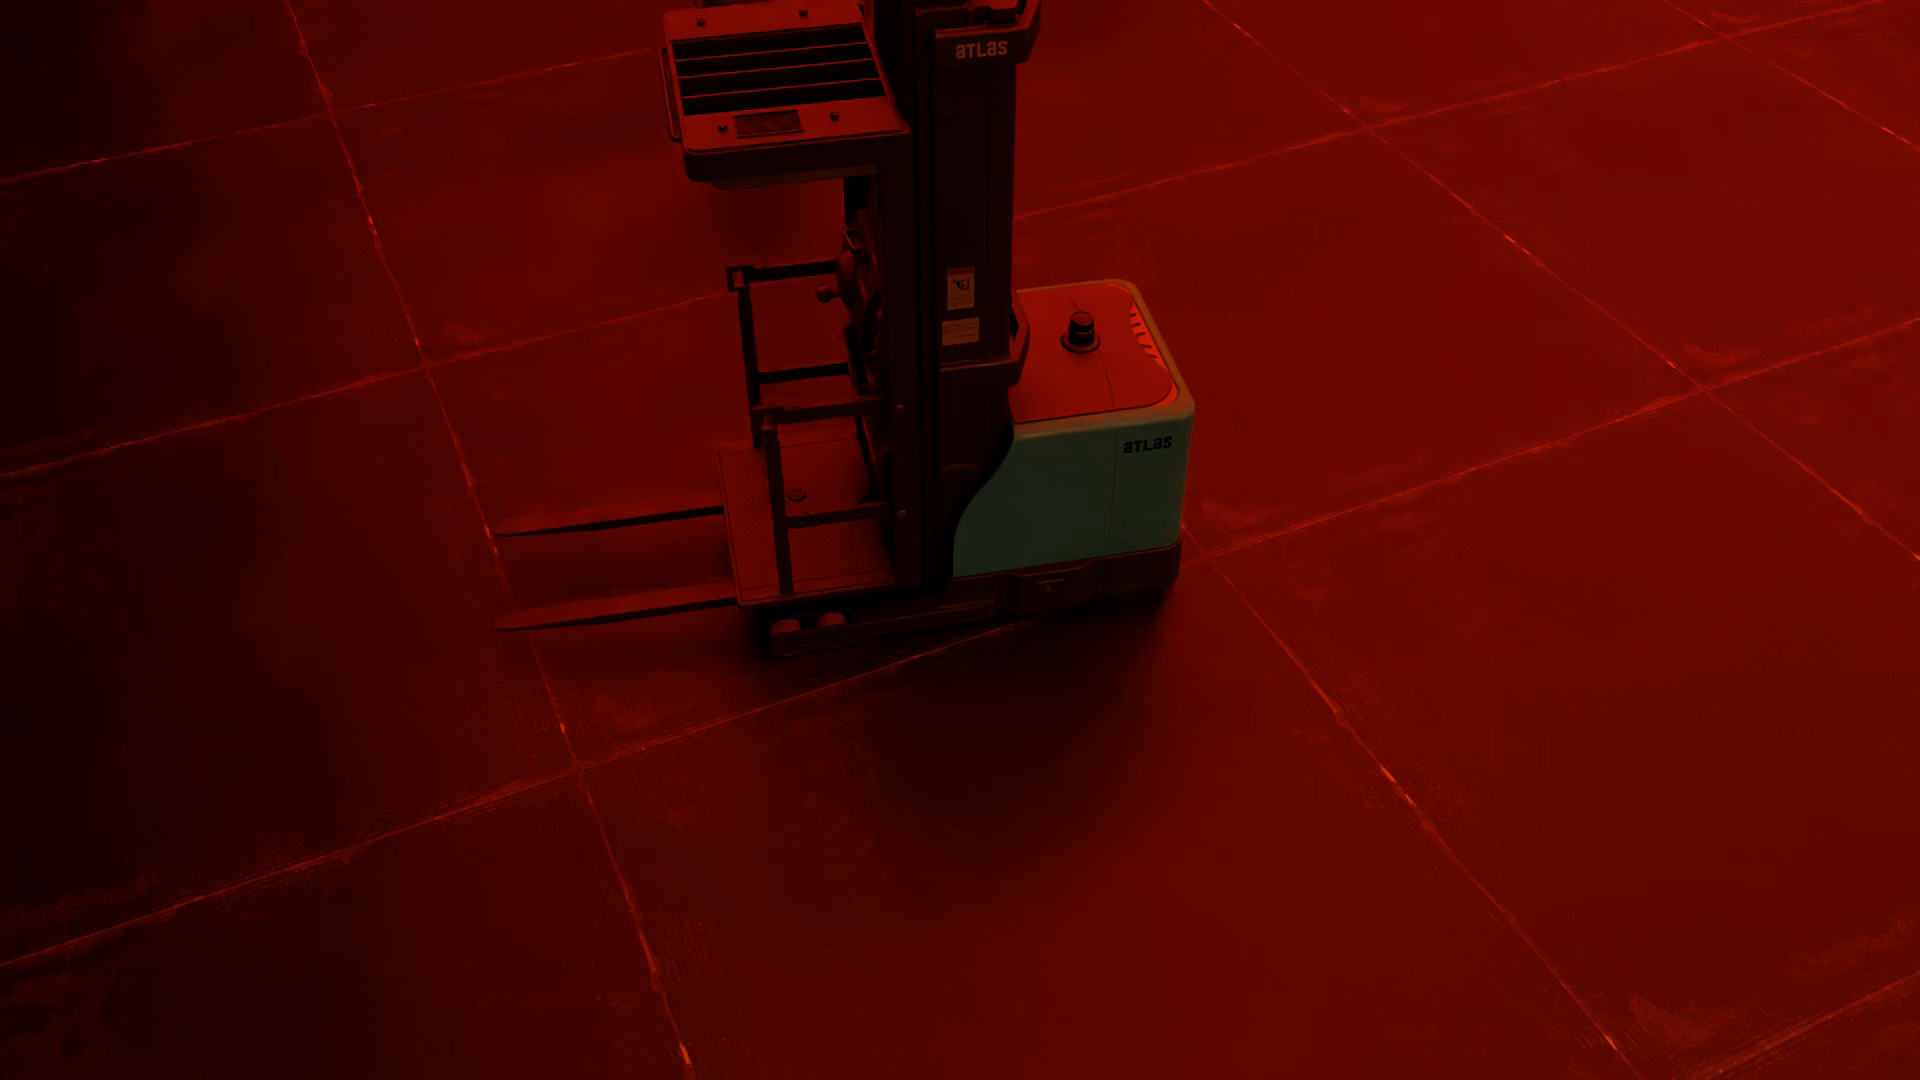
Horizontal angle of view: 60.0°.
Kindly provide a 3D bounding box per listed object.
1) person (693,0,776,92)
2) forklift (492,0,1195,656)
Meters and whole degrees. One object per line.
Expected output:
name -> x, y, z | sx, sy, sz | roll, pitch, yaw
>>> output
person -> -1.404, -3.449, 10.211 | 0.695, 1.775, 0.582 | -30, 51, -28
forklift -> -0.579, -0.960, 6.709 | 3.031, 2.935, 1.130 | -8, 44, -9
